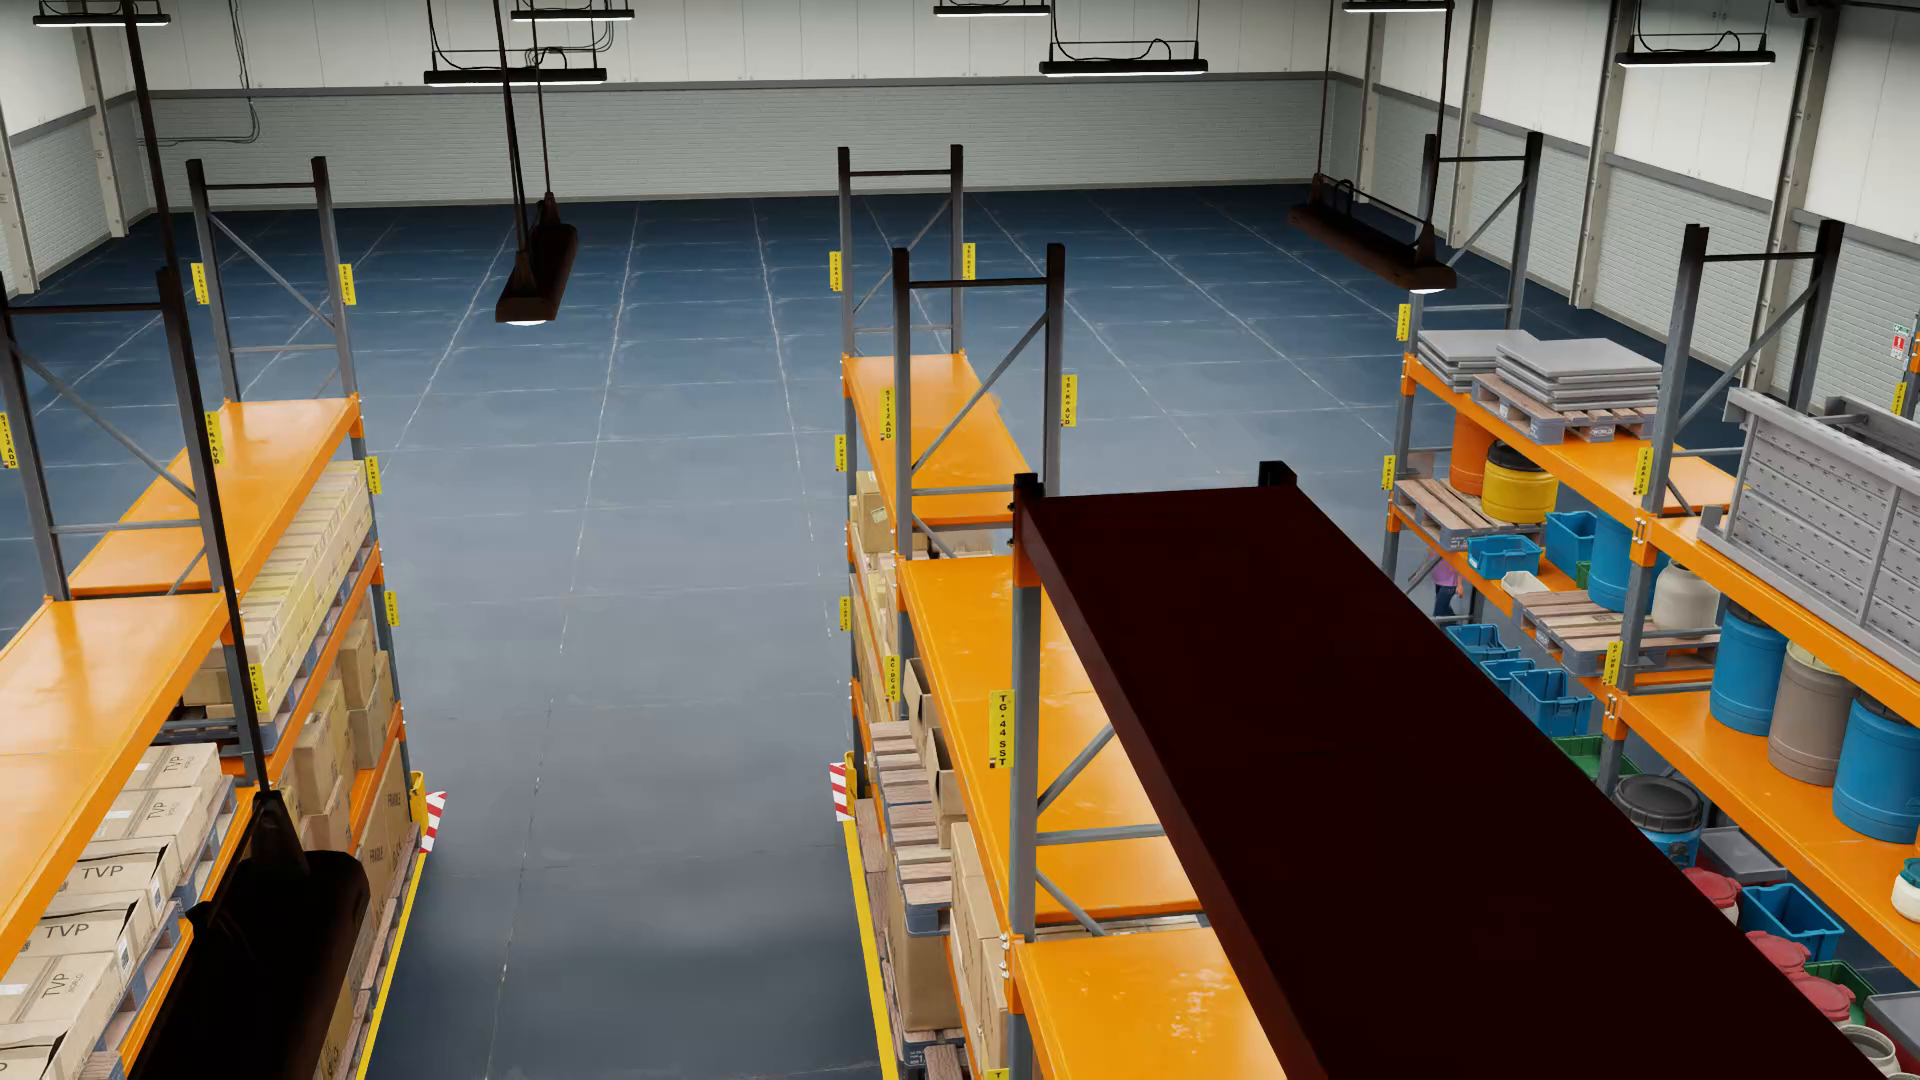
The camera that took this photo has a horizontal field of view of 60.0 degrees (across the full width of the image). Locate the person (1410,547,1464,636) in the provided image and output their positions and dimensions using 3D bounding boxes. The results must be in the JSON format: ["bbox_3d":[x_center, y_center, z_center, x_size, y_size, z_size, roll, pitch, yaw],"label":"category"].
[{"bbox_3d":[5.313,0.495,18.310,0.578,1.608,0.566,-2,22,-5],"label":"person"}]
